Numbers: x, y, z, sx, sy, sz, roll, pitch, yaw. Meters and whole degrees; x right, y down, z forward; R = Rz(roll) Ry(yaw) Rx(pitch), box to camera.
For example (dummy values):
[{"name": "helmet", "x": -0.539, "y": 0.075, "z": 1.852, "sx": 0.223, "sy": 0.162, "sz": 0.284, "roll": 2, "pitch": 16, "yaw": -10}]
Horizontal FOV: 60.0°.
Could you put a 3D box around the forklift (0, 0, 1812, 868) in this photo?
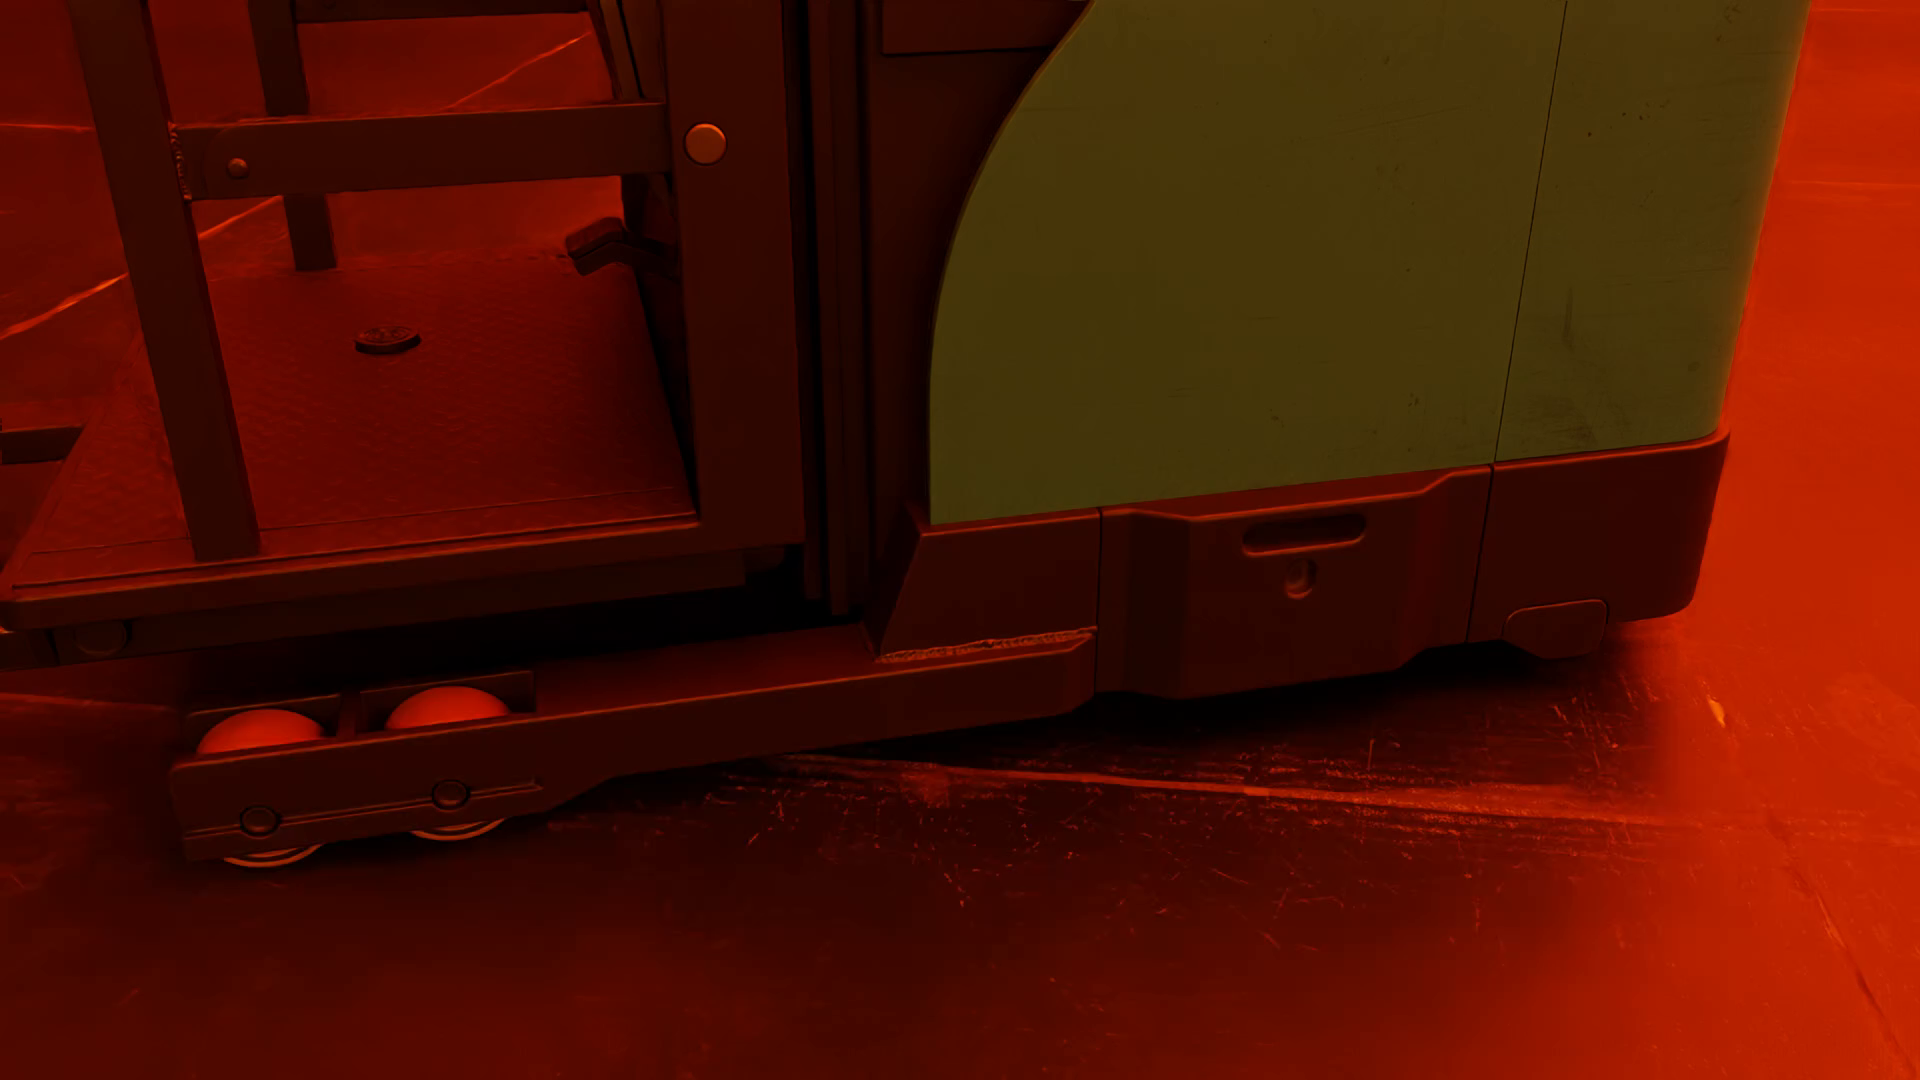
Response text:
[{"name": "forklift", "x": -0.598, "y": -1.220, "z": 1.661, "sx": 3.031, "sy": 2.935, "sz": 1.130, "roll": -6, "pitch": 27, "yaw": -13}]
